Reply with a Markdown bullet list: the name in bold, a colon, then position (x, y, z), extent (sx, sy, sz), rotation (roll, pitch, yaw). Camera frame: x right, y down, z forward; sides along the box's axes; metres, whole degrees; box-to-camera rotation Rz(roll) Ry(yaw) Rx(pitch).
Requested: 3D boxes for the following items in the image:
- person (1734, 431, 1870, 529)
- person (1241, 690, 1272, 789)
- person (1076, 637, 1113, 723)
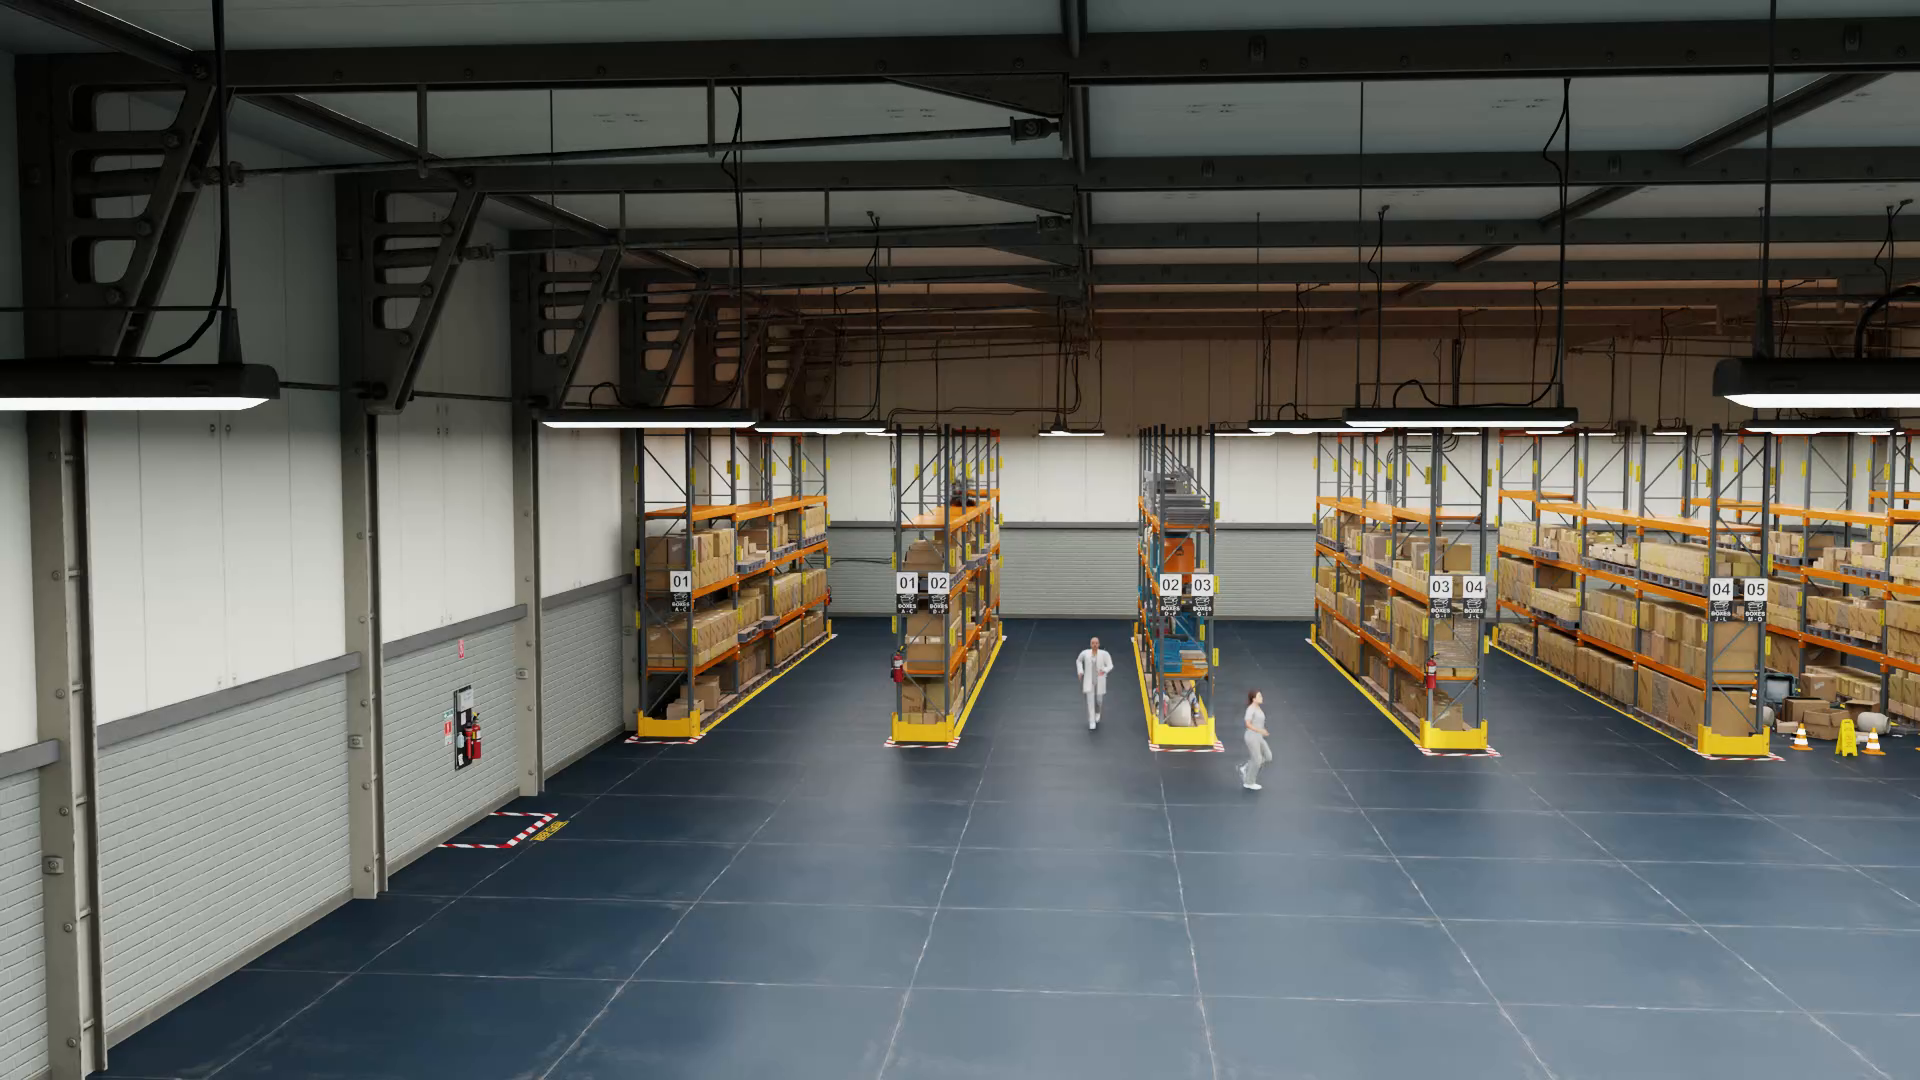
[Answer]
- **person**: position (20.779, -0.674, 48.972), extent (11.775, 5.157, 6.015), rotation (1, 4, 10)
- **person**: position (4.822, 3.252, 27.147), extent (0.549, 1.633, 0.570), rotation (2, 4, 30)
- **person**: position (-0.310, 3.645, 19.475), extent (6.014, 1.794, 28.412), rotation (0, 3, 5)
